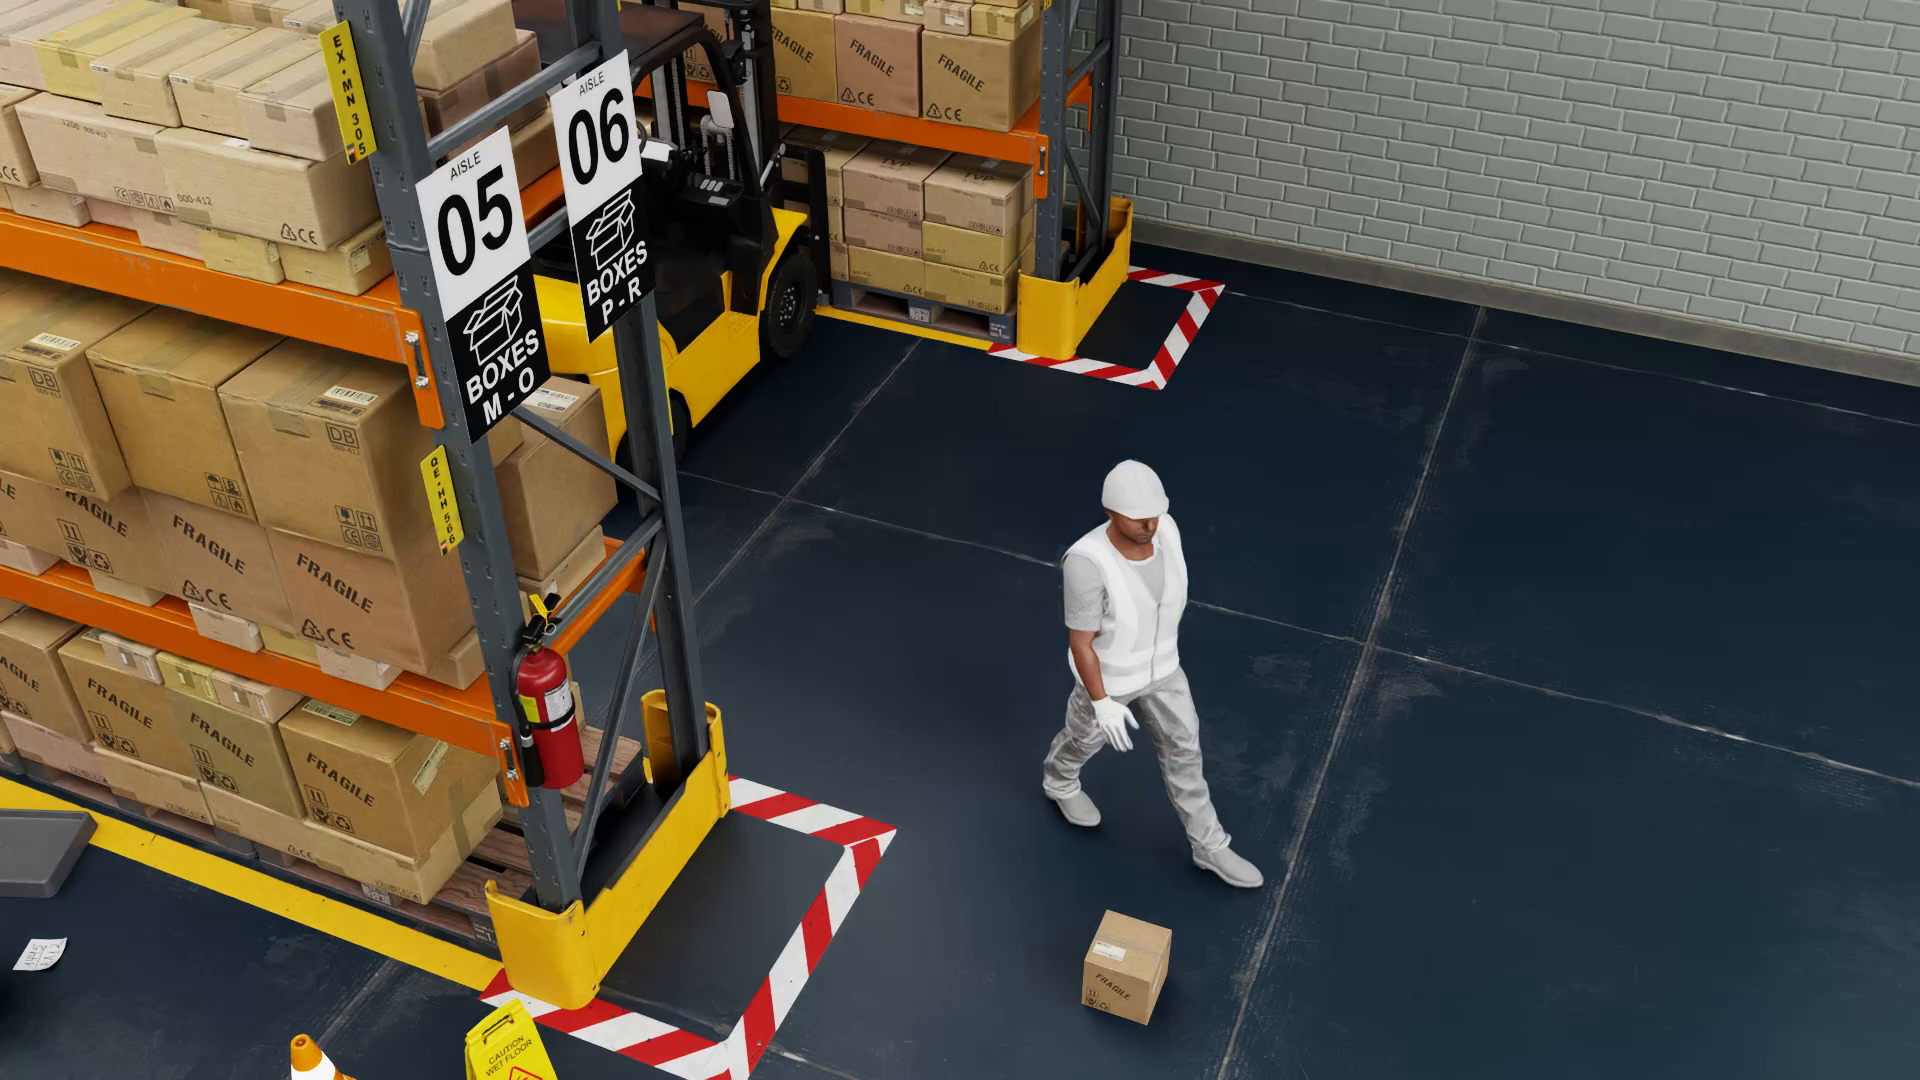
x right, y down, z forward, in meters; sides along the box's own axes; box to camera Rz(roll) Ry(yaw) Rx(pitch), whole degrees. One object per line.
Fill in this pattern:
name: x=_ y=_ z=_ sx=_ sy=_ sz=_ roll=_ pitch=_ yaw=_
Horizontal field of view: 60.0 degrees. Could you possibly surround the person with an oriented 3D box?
person: x=0.696 y=0.530 z=6.085 sx=0.573 sy=1.736 sz=0.946 roll=-23 pitch=43 yaw=-27
